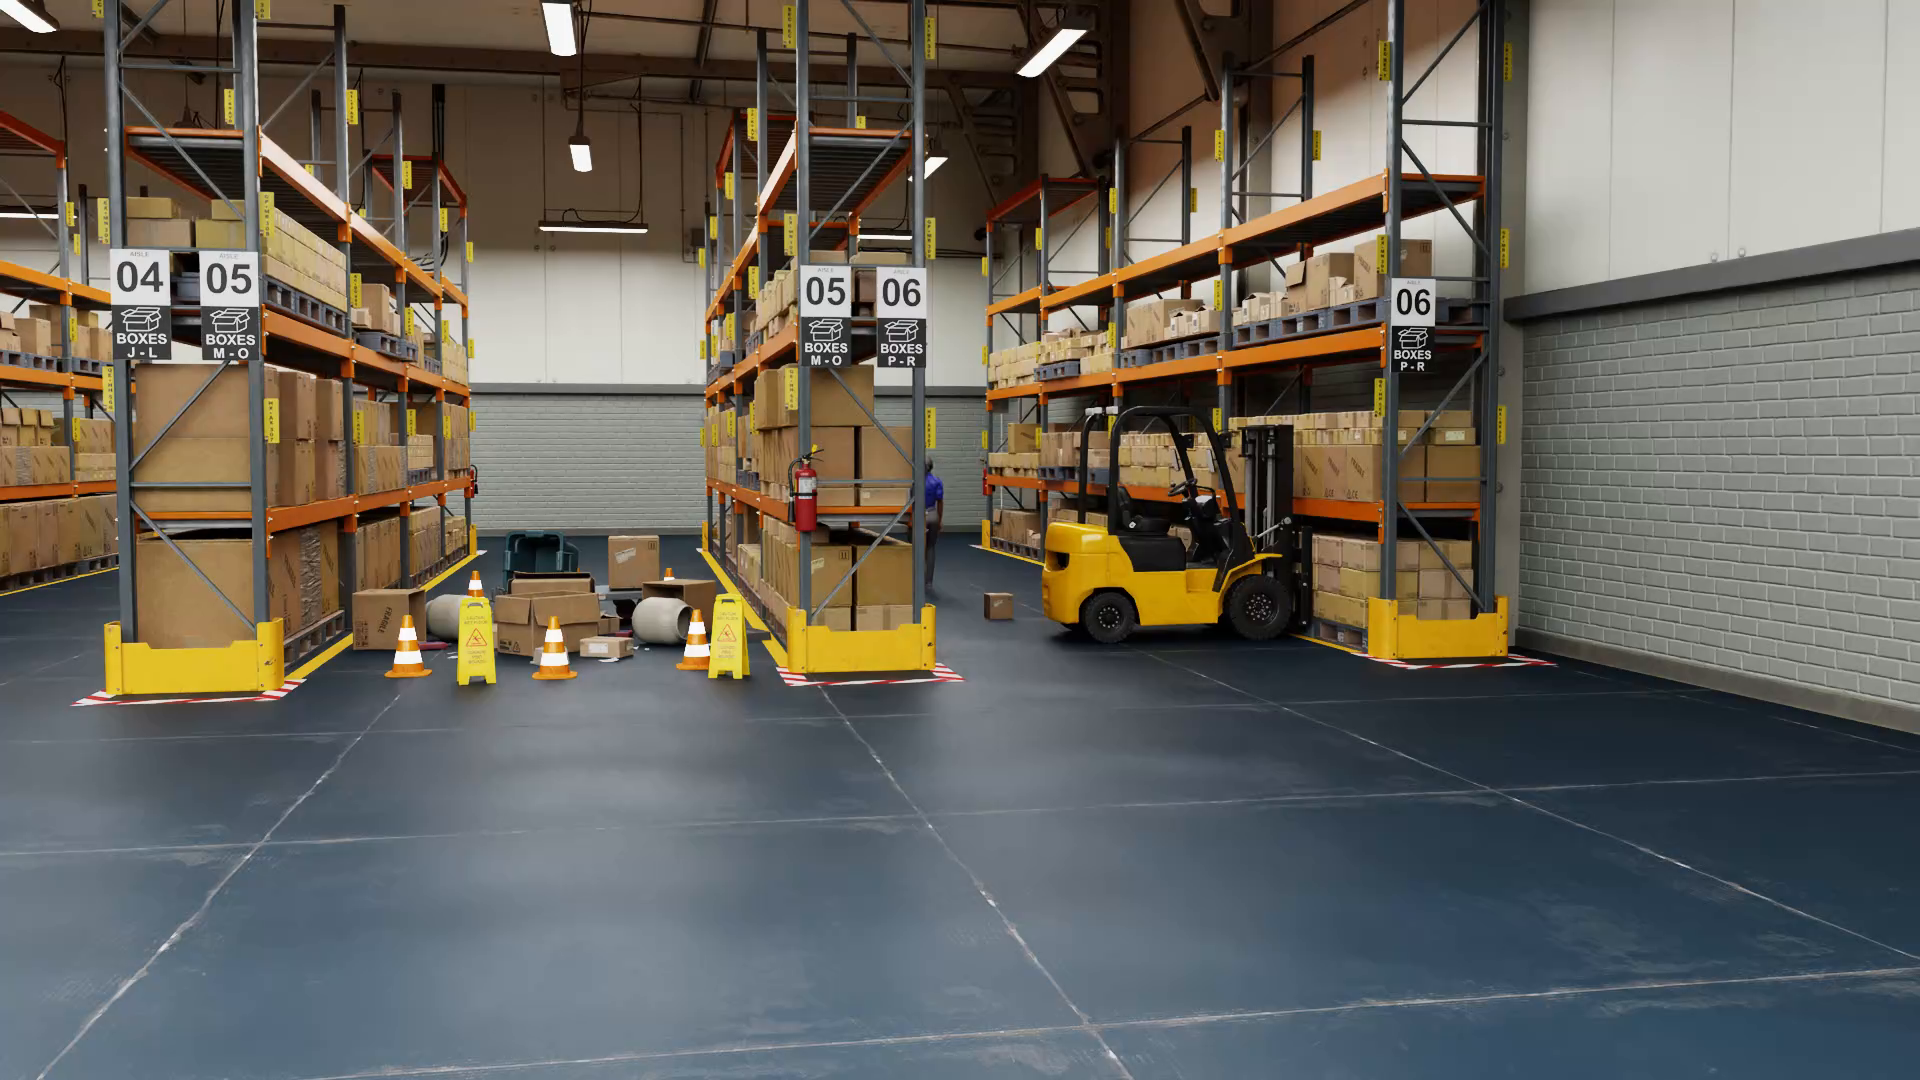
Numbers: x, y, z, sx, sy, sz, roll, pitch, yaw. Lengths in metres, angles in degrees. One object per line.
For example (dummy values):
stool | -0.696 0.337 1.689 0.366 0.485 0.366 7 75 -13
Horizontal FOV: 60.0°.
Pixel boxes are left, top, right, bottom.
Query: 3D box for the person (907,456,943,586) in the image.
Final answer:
person | -0.439 -0.233 20.959 0.465 1.646 0.499 -1 3 -16
